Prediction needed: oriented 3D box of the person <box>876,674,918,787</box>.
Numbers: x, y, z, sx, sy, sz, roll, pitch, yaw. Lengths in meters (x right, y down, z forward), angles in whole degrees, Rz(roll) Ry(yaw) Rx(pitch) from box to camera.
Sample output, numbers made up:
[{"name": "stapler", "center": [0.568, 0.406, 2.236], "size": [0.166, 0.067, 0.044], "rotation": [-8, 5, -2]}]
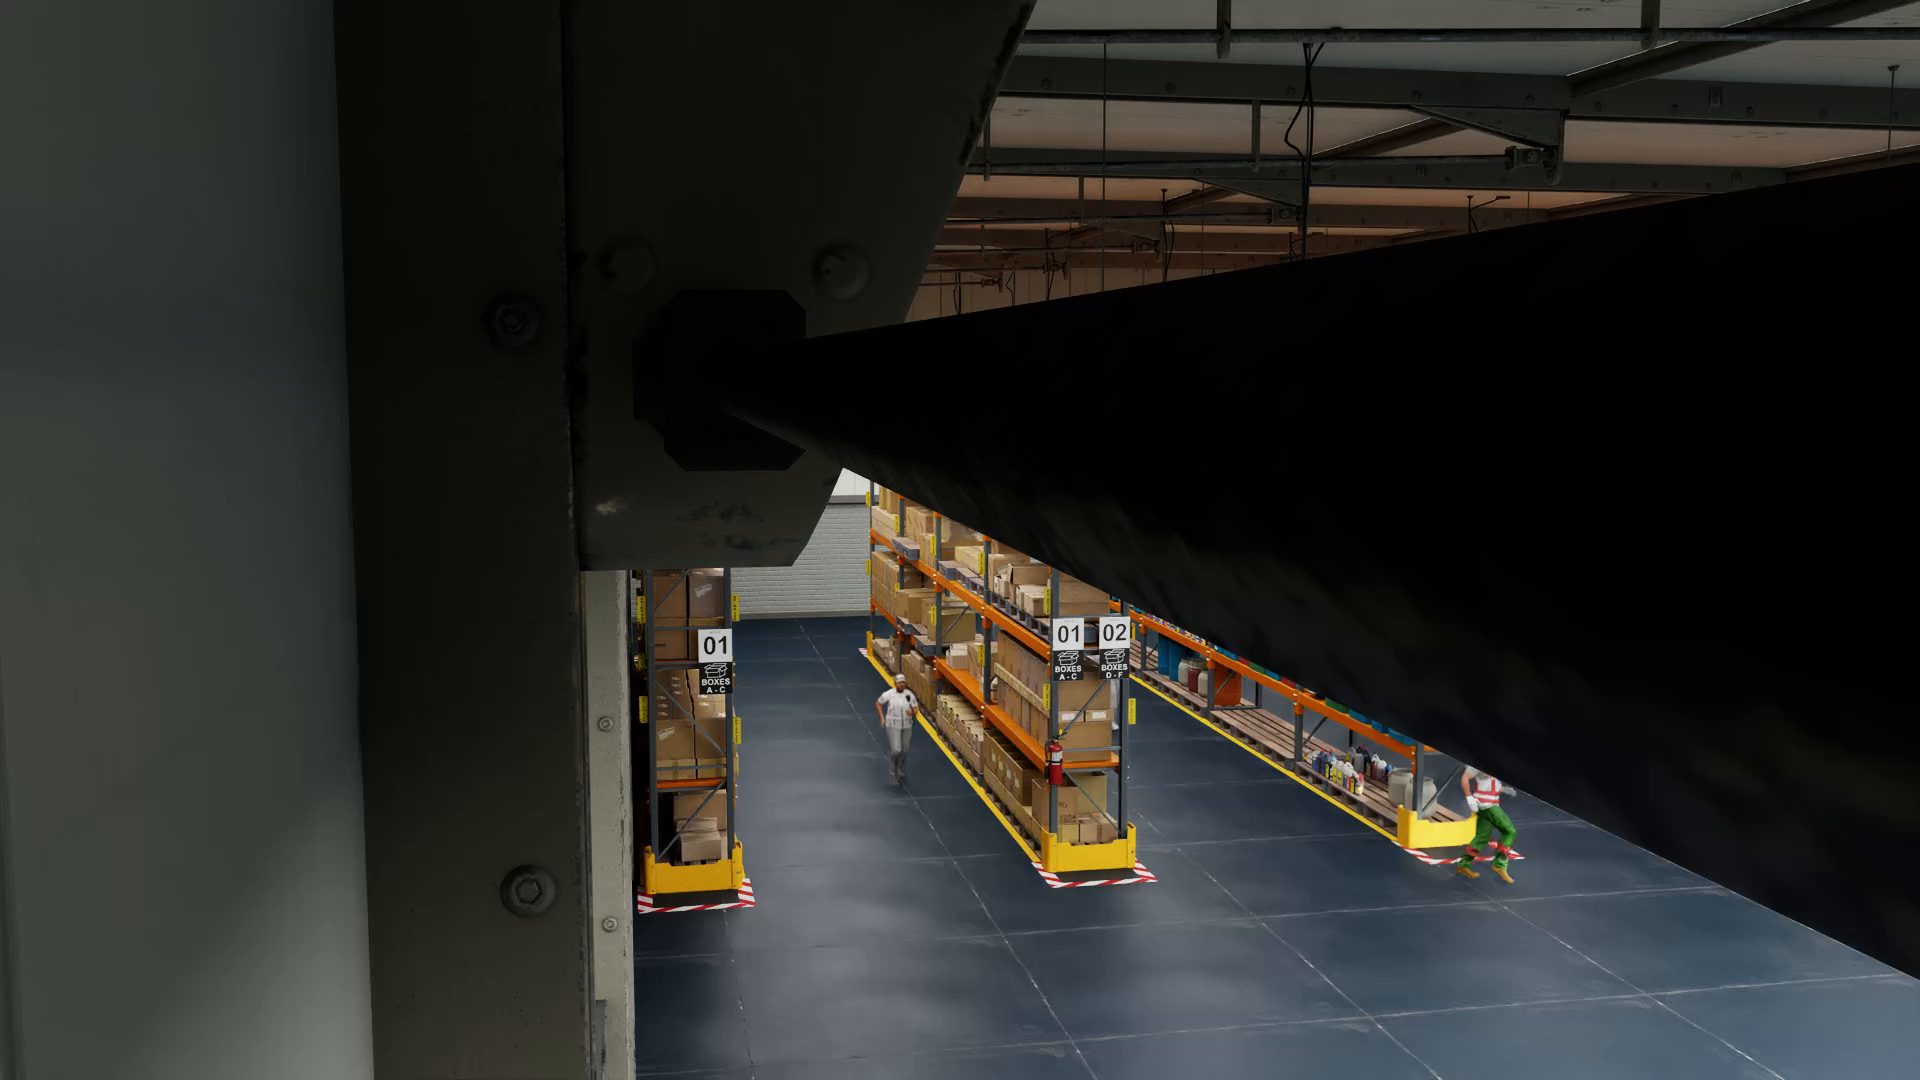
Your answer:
[{"name": "person", "center": [-0.922, 2.882, 25.249], "size": [0.576, 1.716, 0.717], "rotation": [-2, 6, -21]}]

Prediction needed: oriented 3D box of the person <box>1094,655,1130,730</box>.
[{"name": "person", "center": [2.680, 2.441, 29.008], "size": [0.704, 1.726, 0.662], "rotation": [-2, 6, -20]}]

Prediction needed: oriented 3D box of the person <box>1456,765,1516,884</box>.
[{"name": "person", "center": [6.534, 3.298, 20.563], "size": [0.689, 1.751, 0.688], "rotation": [2, 6, 21]}]
